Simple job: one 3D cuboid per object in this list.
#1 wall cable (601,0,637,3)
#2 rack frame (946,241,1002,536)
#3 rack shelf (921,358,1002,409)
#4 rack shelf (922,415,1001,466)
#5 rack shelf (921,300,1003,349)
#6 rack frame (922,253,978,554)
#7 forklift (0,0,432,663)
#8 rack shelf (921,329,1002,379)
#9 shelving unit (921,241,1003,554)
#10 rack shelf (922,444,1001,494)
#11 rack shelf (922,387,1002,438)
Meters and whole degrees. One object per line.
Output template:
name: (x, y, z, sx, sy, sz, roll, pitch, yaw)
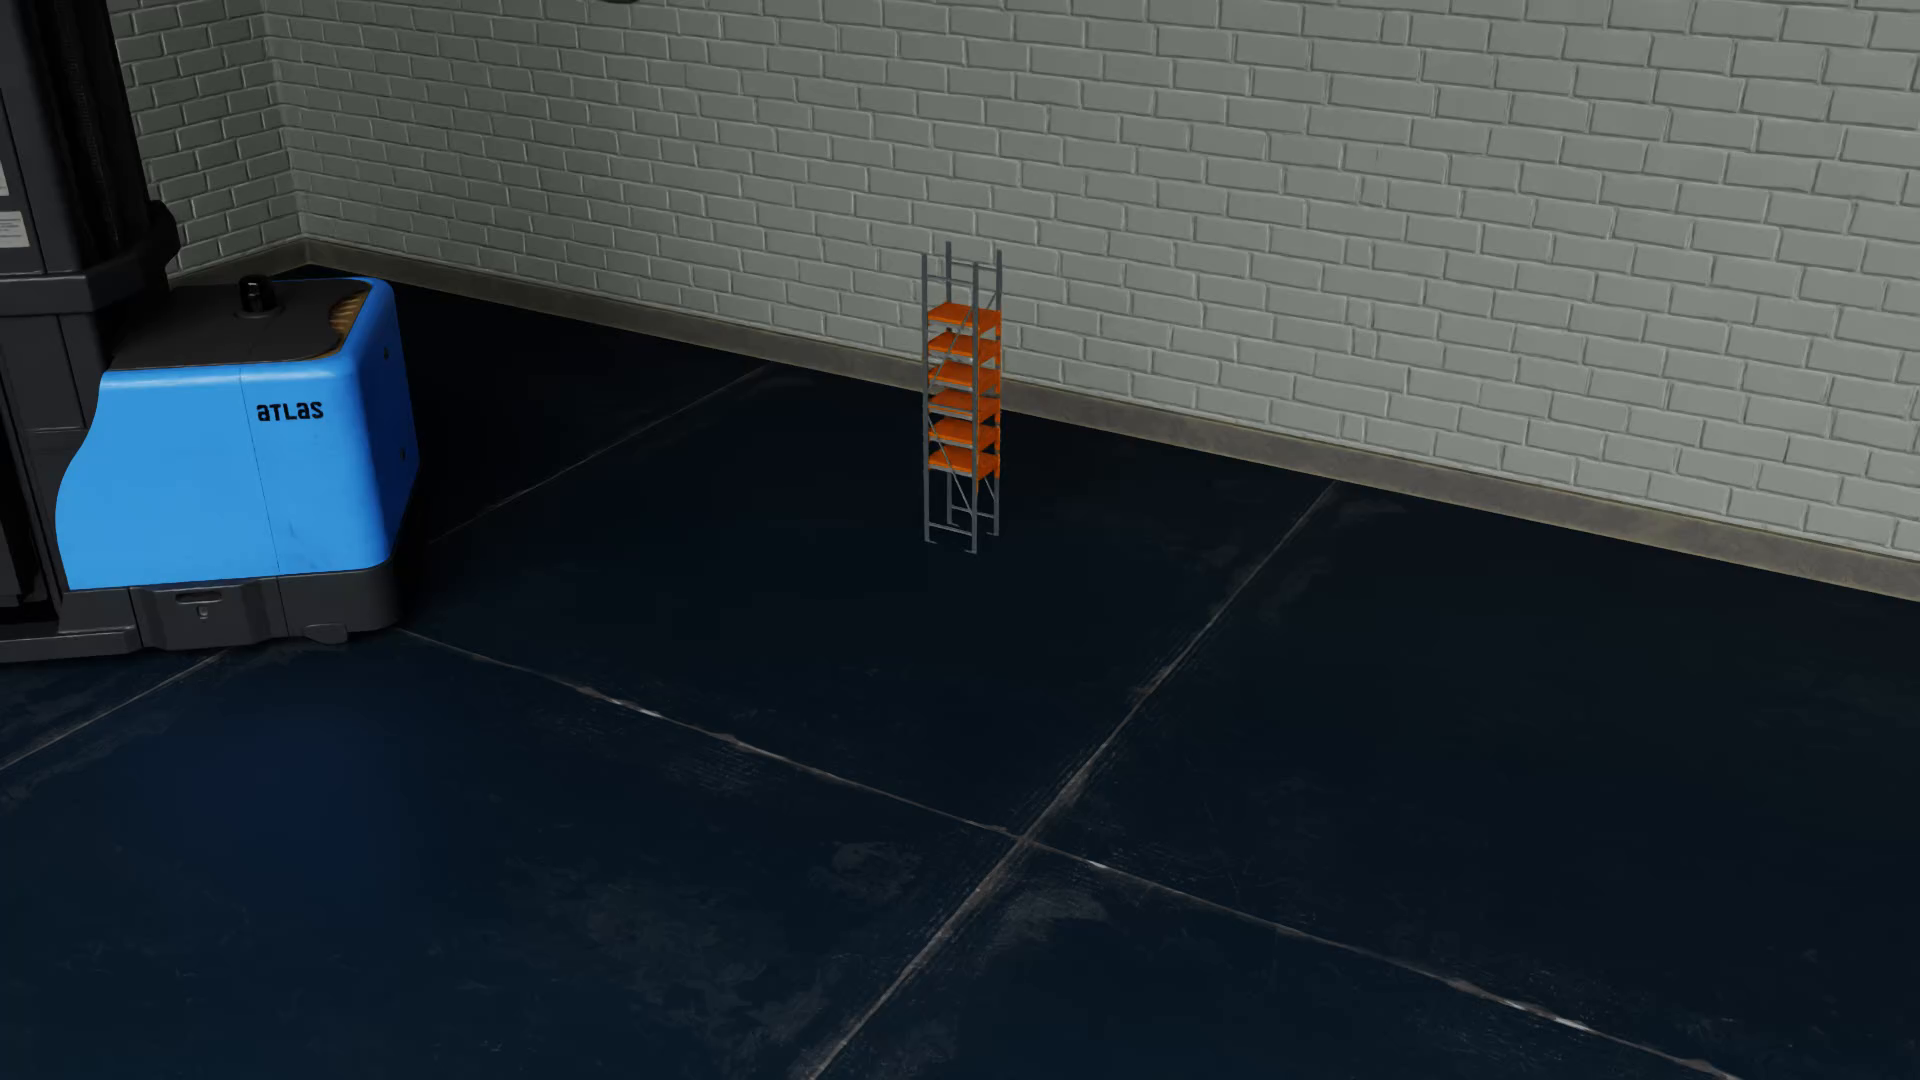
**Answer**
wall cable: (-2.713, -3.989, 8.135, 3.097, 2.526, 0.112, 14, 30, 26)
rack frame: (0.052, -0.578, 6.564, 0.240, 1.200, 0.006, 14, 30, 26)
rack shelf: (0.007, -0.610, 6.459, 0.258, 0.103, 0.180, 14, 30, 26)
rack shelf: (0.007, -0.395, 6.566, 0.258, 0.103, 0.180, 14, 30, 26)
rack shelf: (0.007, -0.824, 6.351, 0.258, 0.103, 0.180, 14, 30, 26)
rack frame: (-0.038, -0.507, 6.421, 0.240, 1.200, 0.006, 14, 30, 26)
forklift: (-3.585, -1.054, 5.581, 3.031, 2.935, 1.130, -4, 27, -8)
rack shelf: (0.007, -0.717, 6.405, 0.258, 0.103, 0.180, 14, 30, 26)
shelving unit: (0.007, -0.542, 6.493, 0.258, 1.200, 0.189, 14, 30, 26)
rack shelf: (0.007, -0.288, 6.620, 0.258, 0.103, 0.180, 14, 30, 26)
rack shelf: (0.007, -0.502, 6.513, 0.258, 0.103, 0.180, 14, 30, 26)
